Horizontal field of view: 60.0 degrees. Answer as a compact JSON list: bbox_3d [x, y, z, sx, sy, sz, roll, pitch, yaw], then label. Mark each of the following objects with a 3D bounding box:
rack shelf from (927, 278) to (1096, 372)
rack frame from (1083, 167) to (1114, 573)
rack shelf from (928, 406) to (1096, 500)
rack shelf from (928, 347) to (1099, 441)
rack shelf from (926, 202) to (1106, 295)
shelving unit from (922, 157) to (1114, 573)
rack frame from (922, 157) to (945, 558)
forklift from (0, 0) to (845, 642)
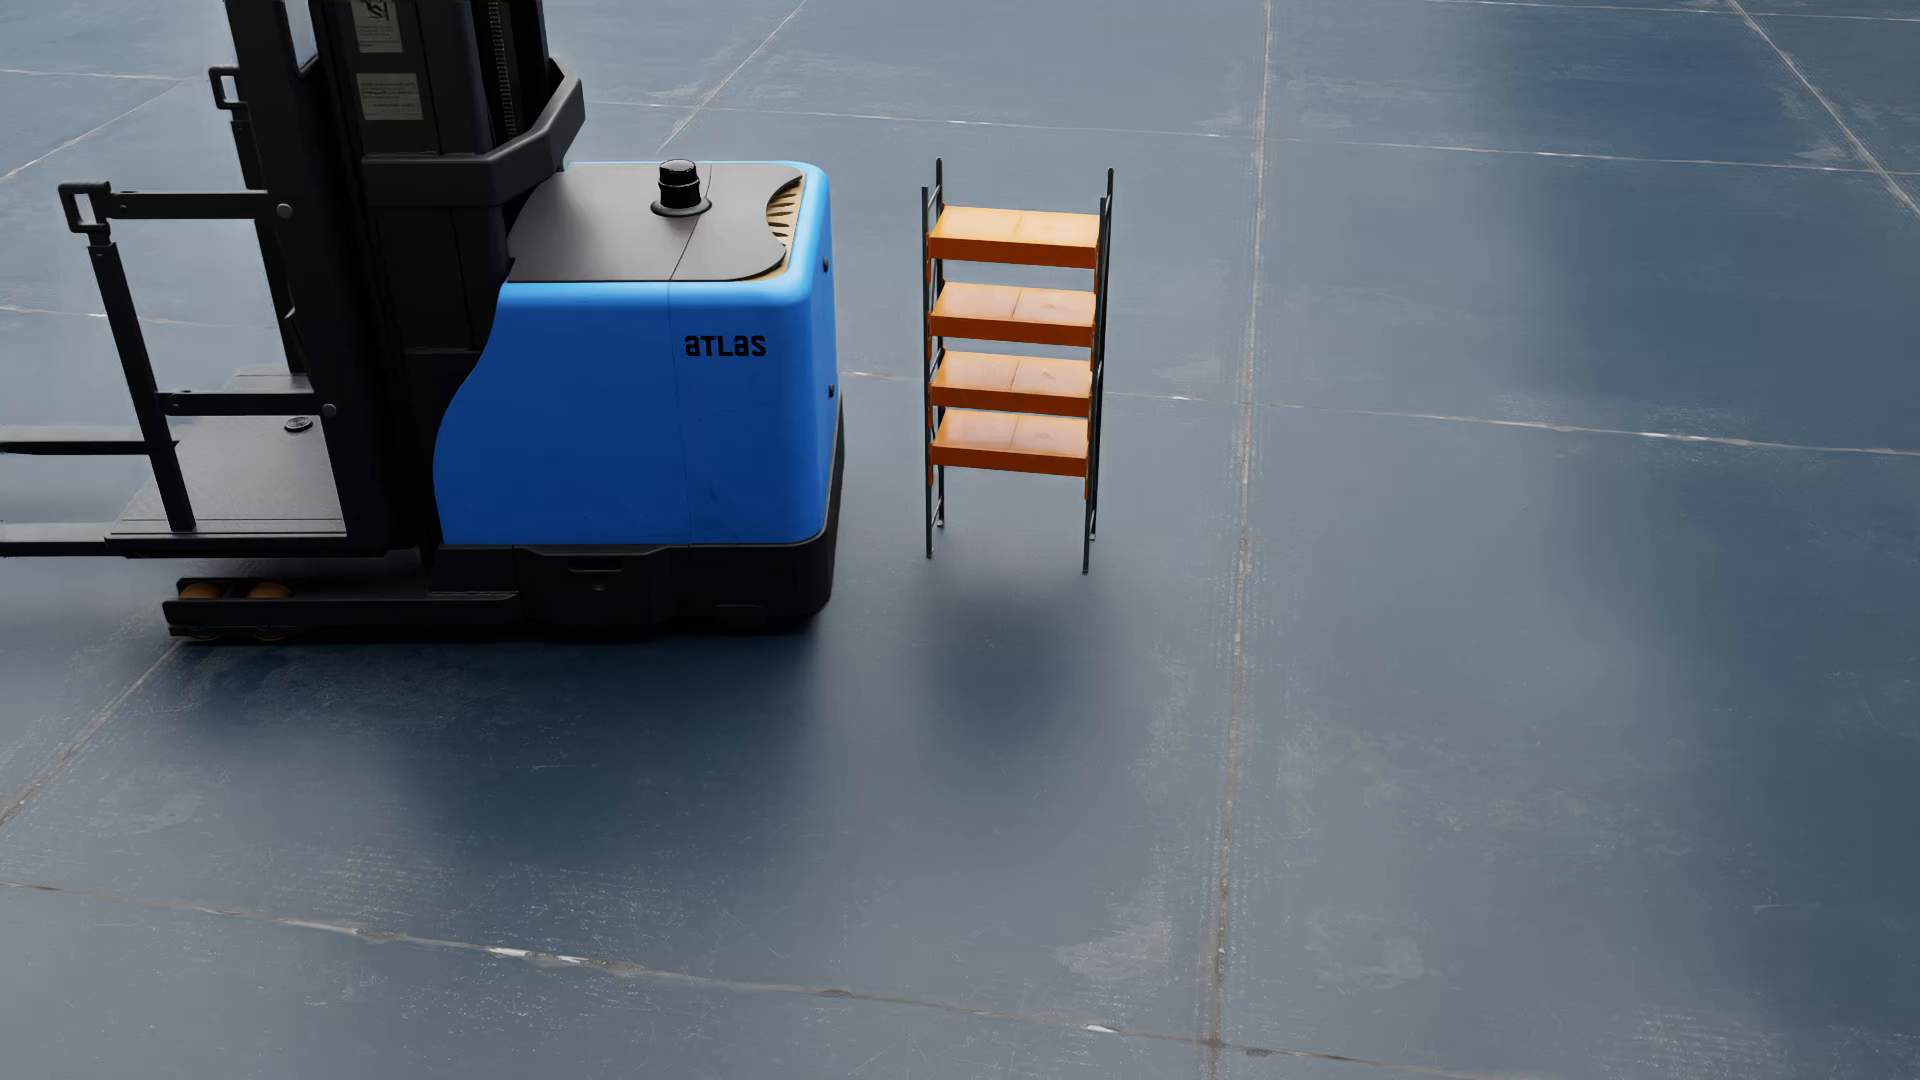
[{"bbox_3d":[0.163,-0.626,4.825,0.480,0.148,0.258,5,32,8],"label":"rack shelf"},{"bbox_3d":[0.404,-0.472,4.873,0.015,1.200,0.240,5,32,8],"label":"rack frame"},{"bbox_3d":[0.163,-0.268,5.049,0.480,0.148,0.258,5,32,8],"label":"rack shelf"},{"bbox_3d":[0.163,-0.437,4.944,0.480,0.148,0.258,5,32,8],"label":"rack shelf"},{"bbox_3d":[0.163,-0.827,4.700,0.480,0.148,0.258,5,32,8],"label":"rack shelf"},{"bbox_3d":[0.163,-0.494,4.908,0.503,1.200,0.258,5,32,8],"label":"shelving unit"},{"bbox_3d":[-0.077,-0.516,4.943,0.015,1.200,0.240,5,32,8],"label":"rack frame"},{"bbox_3d":[-1.897,-1.233,4.458,3.031,2.935,1.130,0,32,0],"label":"forklift"}]
